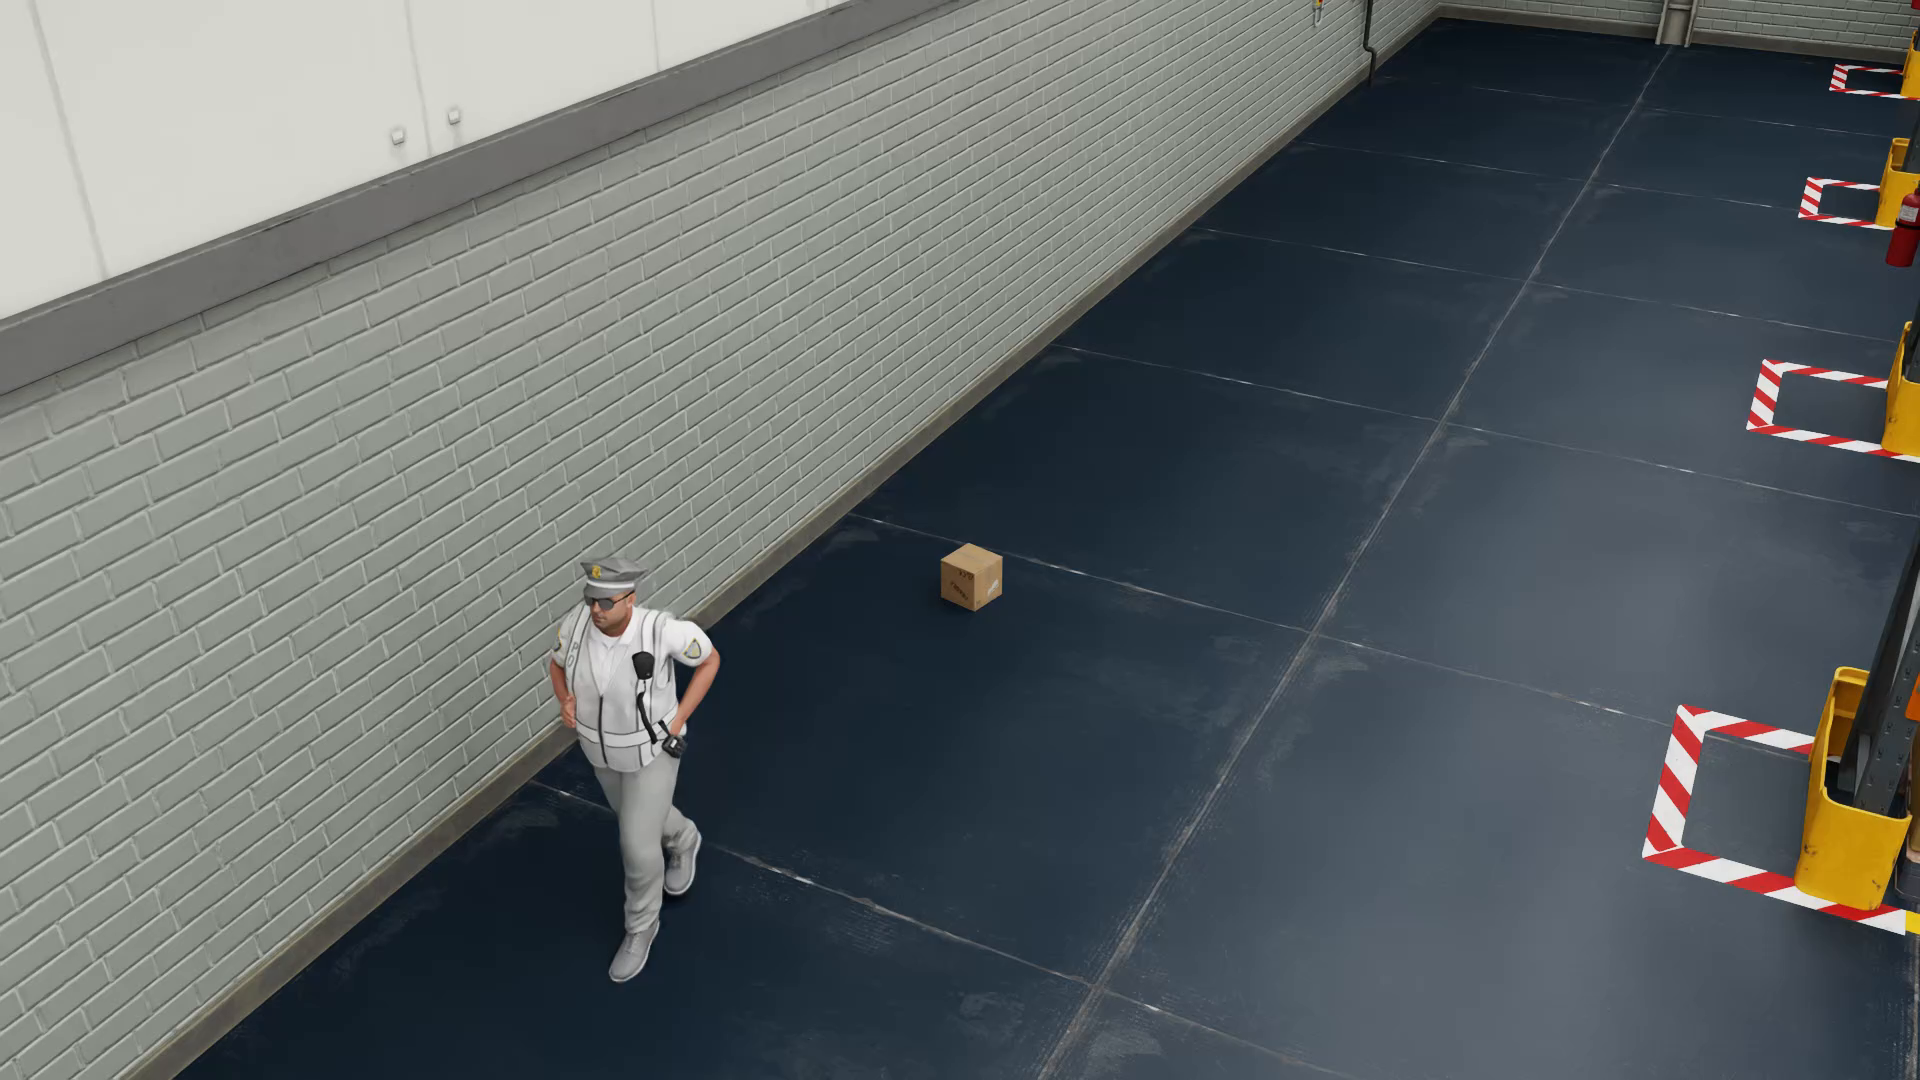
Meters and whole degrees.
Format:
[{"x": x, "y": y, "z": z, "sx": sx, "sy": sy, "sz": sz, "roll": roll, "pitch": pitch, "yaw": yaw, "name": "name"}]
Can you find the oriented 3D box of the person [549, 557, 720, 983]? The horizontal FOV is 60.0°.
[{"x": -1.358, "y": 0.845, "z": 6.767, "sx": 0.659, "sy": 1.809, "sz": 0.807, "roll": 11, "pitch": 32, "yaw": 19, "name": "person"}]
